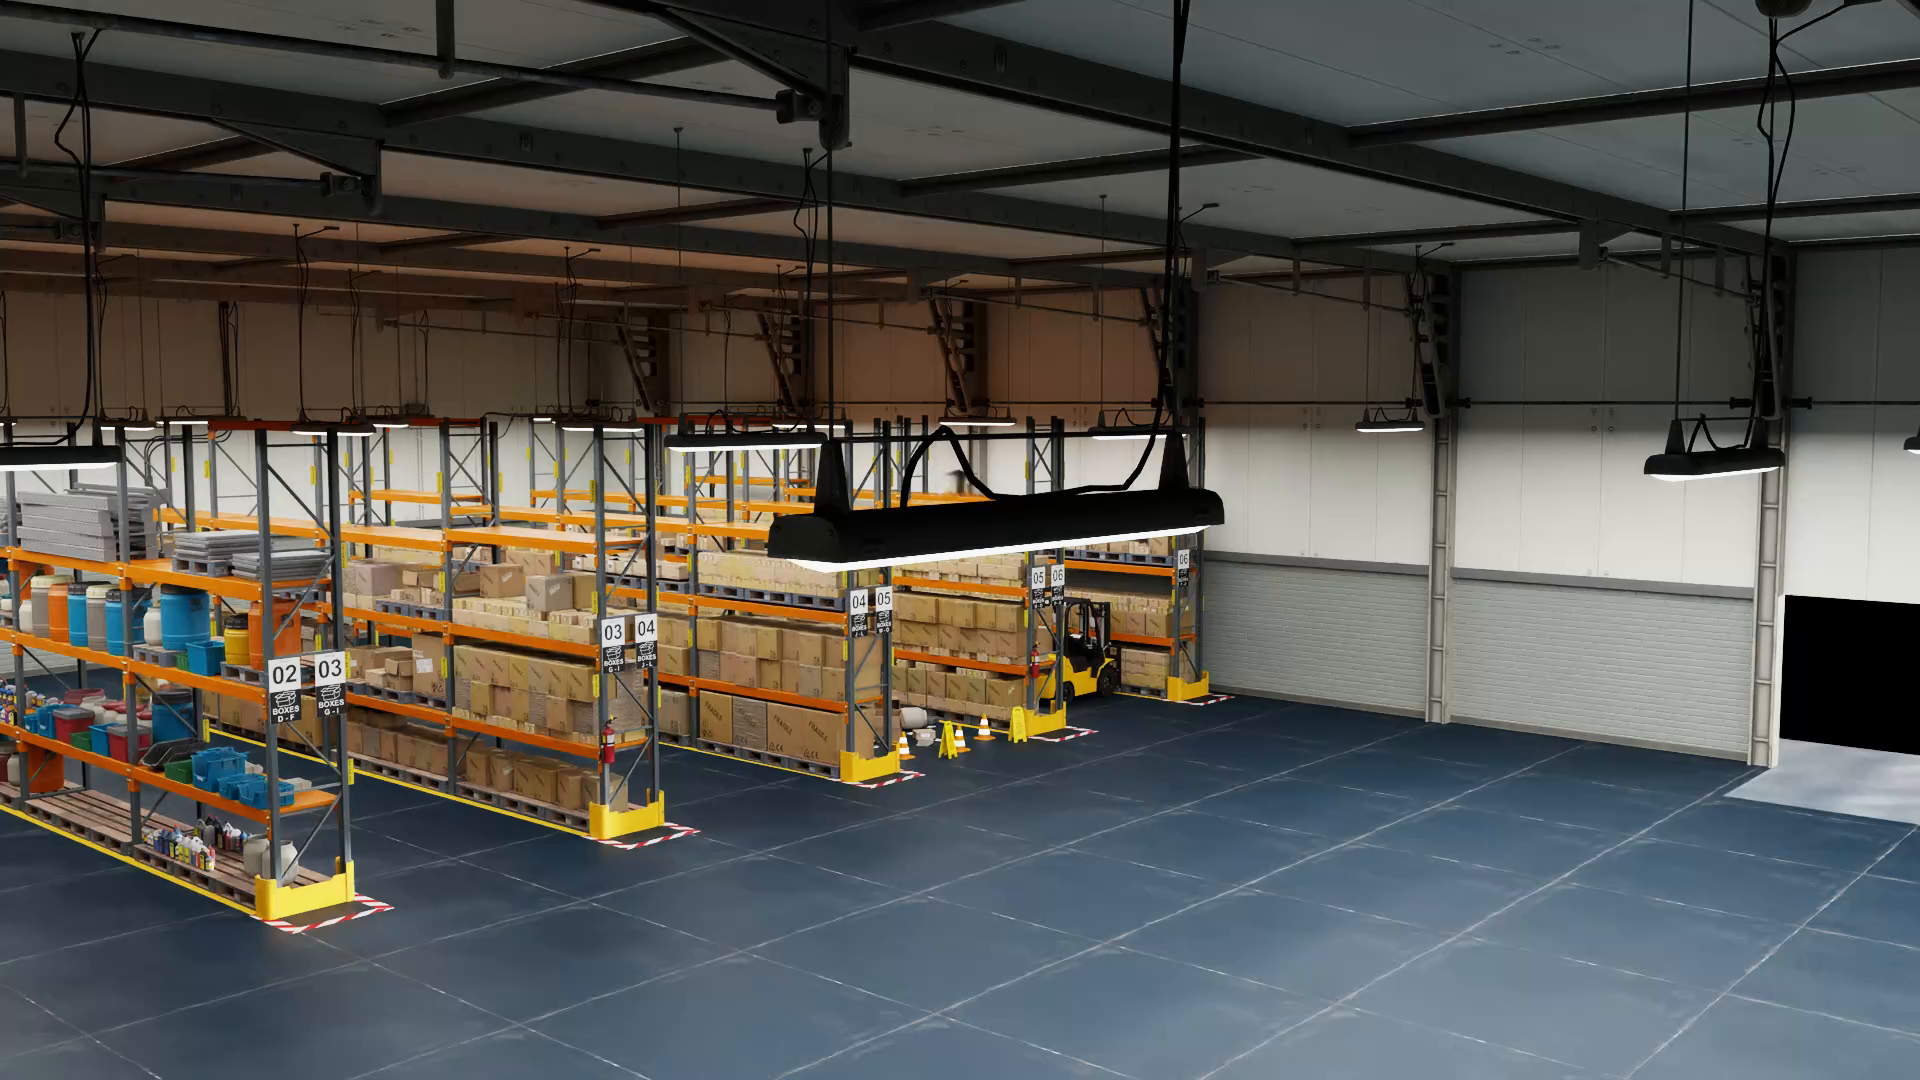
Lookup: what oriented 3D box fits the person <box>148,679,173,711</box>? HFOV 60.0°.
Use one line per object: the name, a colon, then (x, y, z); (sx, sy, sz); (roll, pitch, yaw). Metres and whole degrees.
person: (-13.149, 3.144, 27.621); (0.778, 1.766, 0.637); (4, 6, 37)
